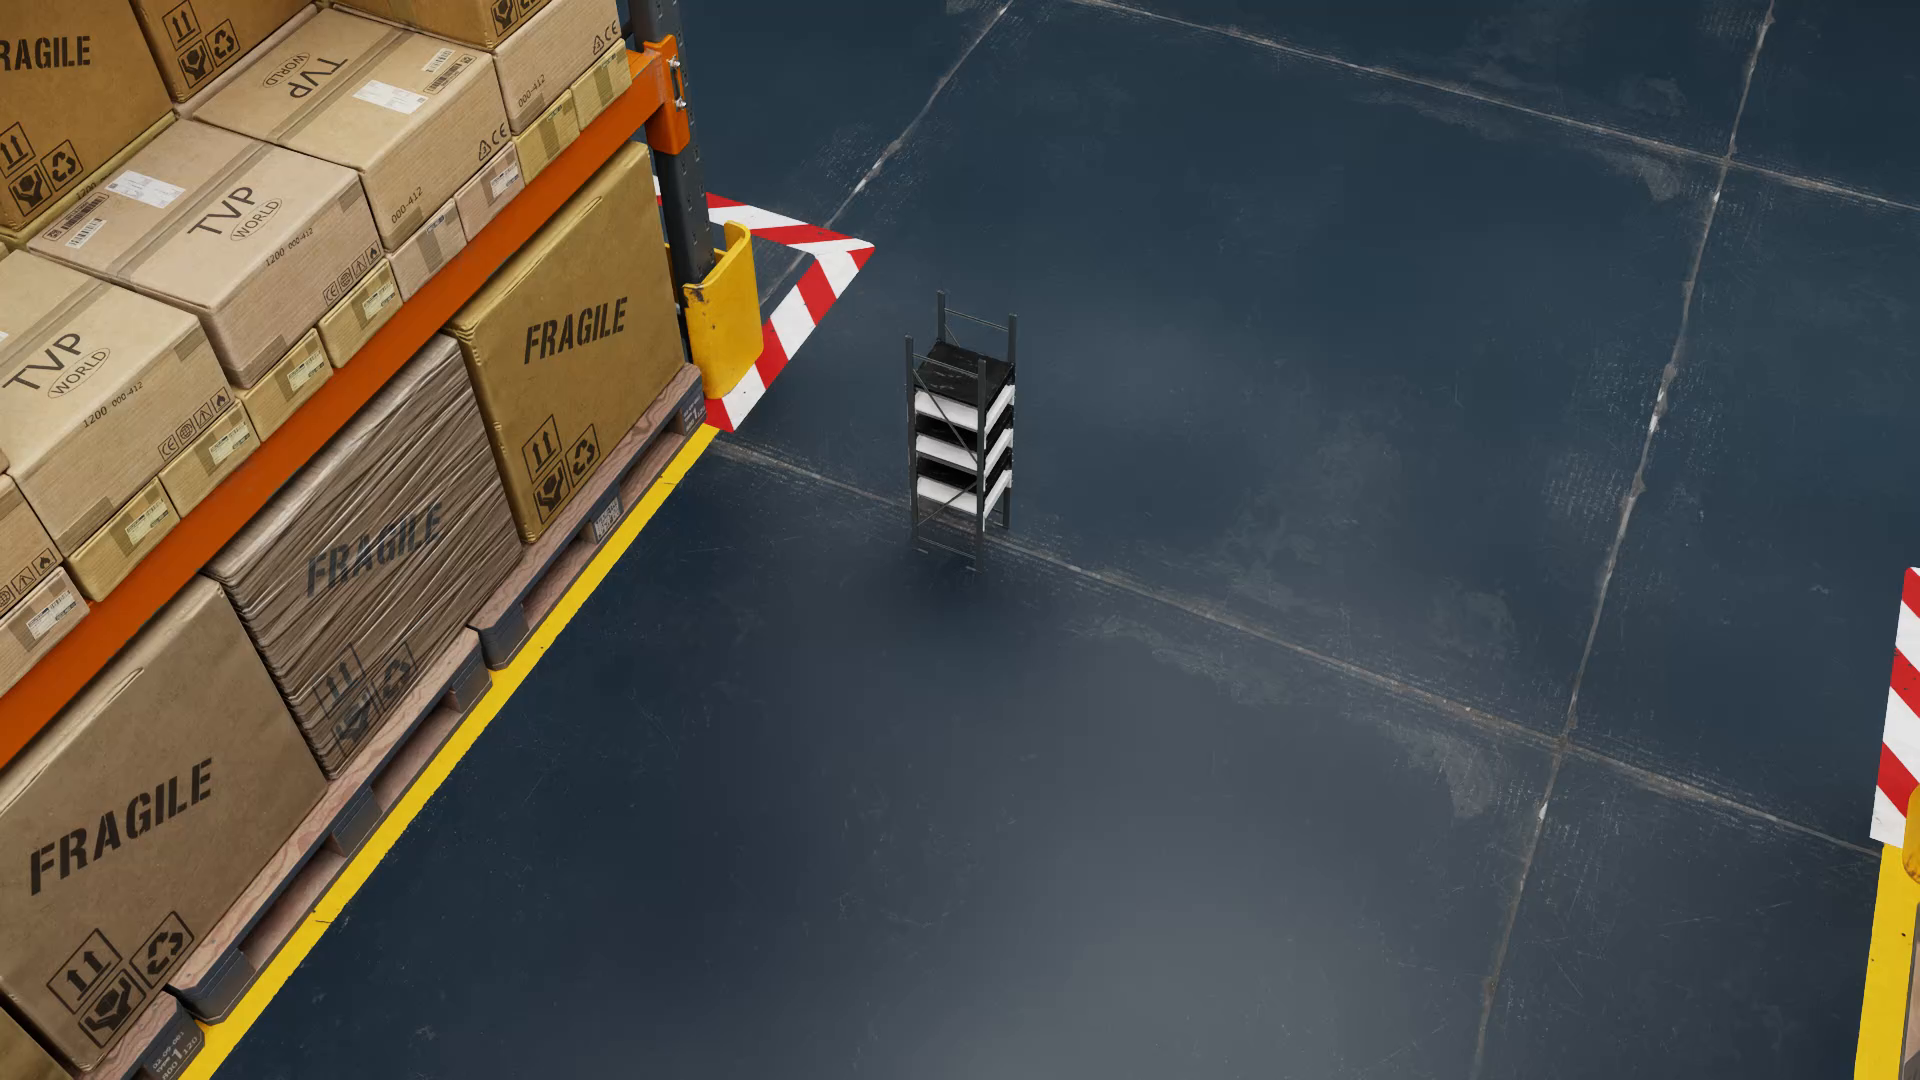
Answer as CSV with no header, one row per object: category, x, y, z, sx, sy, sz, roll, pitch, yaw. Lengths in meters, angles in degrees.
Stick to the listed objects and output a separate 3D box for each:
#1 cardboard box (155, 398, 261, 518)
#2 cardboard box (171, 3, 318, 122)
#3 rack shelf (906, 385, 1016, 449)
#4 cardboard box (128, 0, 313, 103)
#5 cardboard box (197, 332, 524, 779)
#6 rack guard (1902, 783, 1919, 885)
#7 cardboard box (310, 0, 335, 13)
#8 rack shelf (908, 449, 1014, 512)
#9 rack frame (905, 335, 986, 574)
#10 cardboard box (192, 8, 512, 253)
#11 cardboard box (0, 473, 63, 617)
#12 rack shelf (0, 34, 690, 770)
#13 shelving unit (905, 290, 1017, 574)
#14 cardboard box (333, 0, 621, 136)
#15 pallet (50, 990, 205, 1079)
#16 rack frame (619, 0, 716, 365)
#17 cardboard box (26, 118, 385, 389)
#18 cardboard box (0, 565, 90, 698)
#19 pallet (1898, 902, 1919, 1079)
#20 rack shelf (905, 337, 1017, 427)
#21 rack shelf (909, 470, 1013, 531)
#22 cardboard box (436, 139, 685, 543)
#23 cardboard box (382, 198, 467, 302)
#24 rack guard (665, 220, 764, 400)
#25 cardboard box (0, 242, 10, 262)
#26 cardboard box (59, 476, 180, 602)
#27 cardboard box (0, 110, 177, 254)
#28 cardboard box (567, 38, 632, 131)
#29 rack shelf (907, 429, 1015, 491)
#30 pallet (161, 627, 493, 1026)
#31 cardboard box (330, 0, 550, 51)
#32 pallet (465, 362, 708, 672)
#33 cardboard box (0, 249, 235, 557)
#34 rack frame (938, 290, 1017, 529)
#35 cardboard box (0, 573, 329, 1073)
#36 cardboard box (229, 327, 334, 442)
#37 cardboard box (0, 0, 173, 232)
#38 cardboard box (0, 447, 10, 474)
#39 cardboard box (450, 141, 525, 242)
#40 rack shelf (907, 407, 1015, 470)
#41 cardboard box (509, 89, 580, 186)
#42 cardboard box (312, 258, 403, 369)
cardboard box,-1.785,-0.239,3.648,0.380,0.149,0.250,21,53,17
cardboard box,-1.942,-1.170,4.179,0.500,0.250,0.500,19,52,16
rack shelf,0.003,-0.392,4.800,0.258,0.077,0.200,20,52,16
cardboard box,-1.940,-1.429,3.907,0.500,0.500,0.500,19,52,15
cardboard box,-1.867,-0.079,4.467,0.875,0.875,0.875,20,52,16
rack guard,3.132,0.821,4.223,1.175,0.500,0.348,20,52,16
cardboard box,-1.726,-1.530,4.486,0.500,0.250,0.500,19,52,15
rack shelf,0.003,-0.217,5.006,0.258,0.077,0.200,20,52,16
rack frame,-0.040,-0.227,4.852,0.240,0.900,0.006,20,52,16
cardboard box,-1.461,-1.004,4.038,0.500,0.250,0.500,19,52,15
cardboard box,-2.115,0.044,3.146,0.500,0.250,0.500,21,53,17
rack shelf,-2.131,-0.115,3.850,1.077,0.370,4.000,20,52,16
shelving unit,0.003,-0.297,4.912,0.258,0.900,0.210,20,52,16
cardboard box,-1.244,-1.353,4.335,0.500,0.250,0.500,19,52,16
pallet,-2.590,1.435,3.890,1.003,0.211,1.213,20,52,16
rack frame,-1.277,-1.725,4.748,1.000,3.000,0.127,20,52,16
cardboard box,-1.678,-0.653,3.739,0.500,0.250,0.500,18,52,15
cardboard box,-2.005,0.123,3.341,0.380,0.149,0.250,20,53,16
pallet,2.753,1.462,3.867,1.003,0.211,1.213,20,52,16
rack shelf,0.003,-0.451,4.732,0.258,0.077,0.200,20,52,16
rack shelf,0.003,-0.159,5.075,0.258,0.077,0.200,20,52,16
cardboard box,-1.478,-0.706,5.000,0.875,0.875,0.875,20,52,16
cardboard box,-1.457,-0.767,4.098,0.380,0.149,0.250,21,53,17
rack guard,-1.267,-0.931,5.714,1.175,0.500,0.348,20,52,16
cardboard box,-2.378,-0.464,3.579,0.500,0.250,0.500,19,52,15
cardboard box,-1.894,-0.058,3.495,0.380,0.149,0.250,18,52,15
cardboard box,-2.160,-0.825,3.886,0.500,0.250,0.500,18,52,15
cardboard box,-1.131,-1.291,4.544,0.380,0.149,0.250,21,53,17
rack shelf,0.003,-0.276,4.937,0.258,0.077,0.200,20,52,16
pallet,-2.070,0.592,4.608,1.003,0.211,1.213,20,52,16
cardboard box,-1.247,-1.595,4.048,0.500,0.500,0.500,20,53,17
pallet,-1.548,-0.245,5.320,1.003,0.211,1.213,20,52,16
cardboard box,-1.897,-0.293,3.433,0.500,0.250,0.500,20,52,16
rack frame,0.047,-0.367,4.972,0.240,0.900,0.006,20,52,16
cardboard box,-2.247,0.534,3.946,0.875,0.875,0.875,20,52,16
cardboard box,-1.677,-0.409,3.793,0.380,0.149,0.250,20,52,16
cardboard box,-2.156,-1.070,3.602,0.500,0.500,0.500,19,52,15
cardboard box,-2.115,-0.204,2.865,0.500,0.500,0.500,18,52,15
cardboard box,-1.350,-0.938,4.244,0.380,0.149,0.250,20,52,16
rack shelf,0.003,-0.334,4.869,0.258,0.077,0.200,20,52,16
cardboard box,-1.241,-1.112,4.391,0.380,0.149,0.250,20,53,16
cardboard box,-1.566,-0.587,3.945,0.380,0.149,0.250,19,52,15
